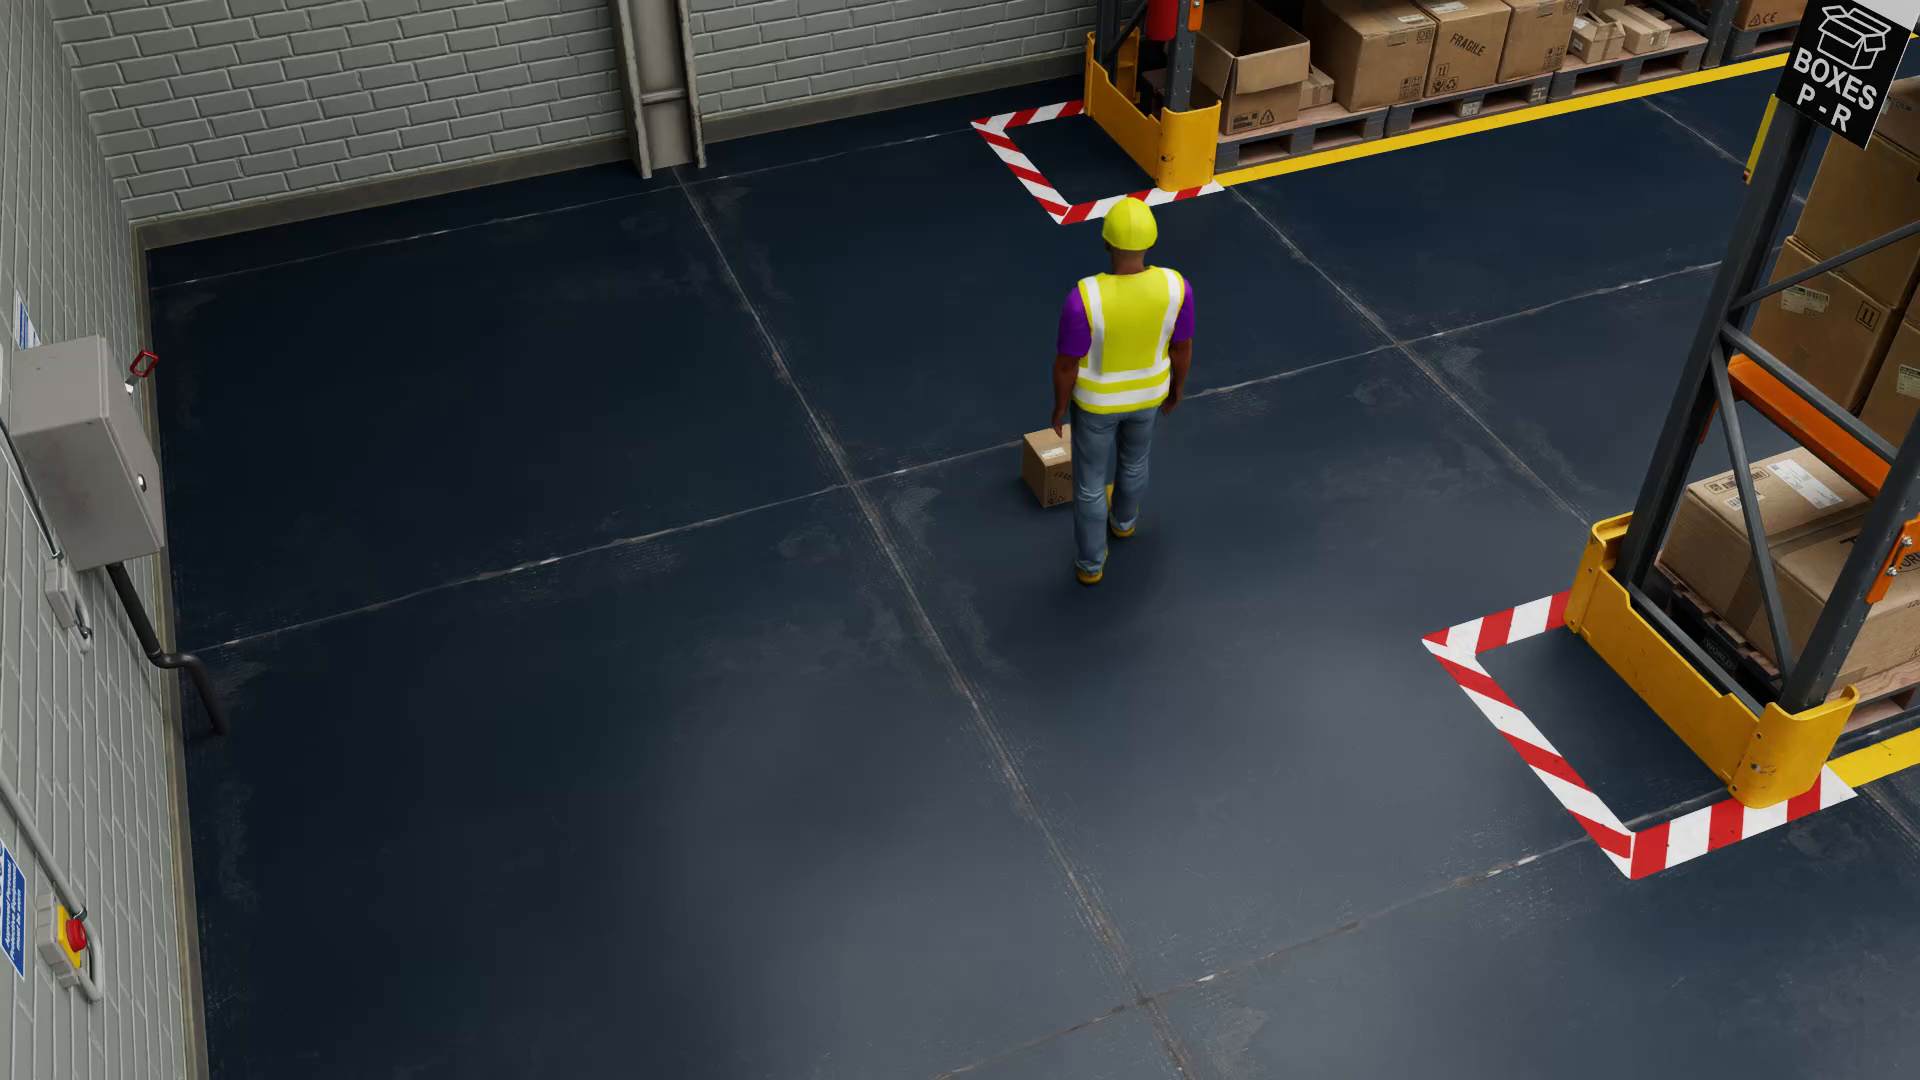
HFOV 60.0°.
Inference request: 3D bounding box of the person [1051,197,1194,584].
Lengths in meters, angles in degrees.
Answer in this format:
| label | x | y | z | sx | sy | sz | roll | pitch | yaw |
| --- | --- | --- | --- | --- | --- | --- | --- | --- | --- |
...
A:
| label | x | y | z | sx | sy | sz | roll | pitch | yaw |
| --- | --- | --- | --- | --- | --- | --- | --- | --- | --- |
| person | 0.629 | -0.657 | 6.876 | 0.581 | 1.767 | 0.602 | -8 | 42 | -9 |
